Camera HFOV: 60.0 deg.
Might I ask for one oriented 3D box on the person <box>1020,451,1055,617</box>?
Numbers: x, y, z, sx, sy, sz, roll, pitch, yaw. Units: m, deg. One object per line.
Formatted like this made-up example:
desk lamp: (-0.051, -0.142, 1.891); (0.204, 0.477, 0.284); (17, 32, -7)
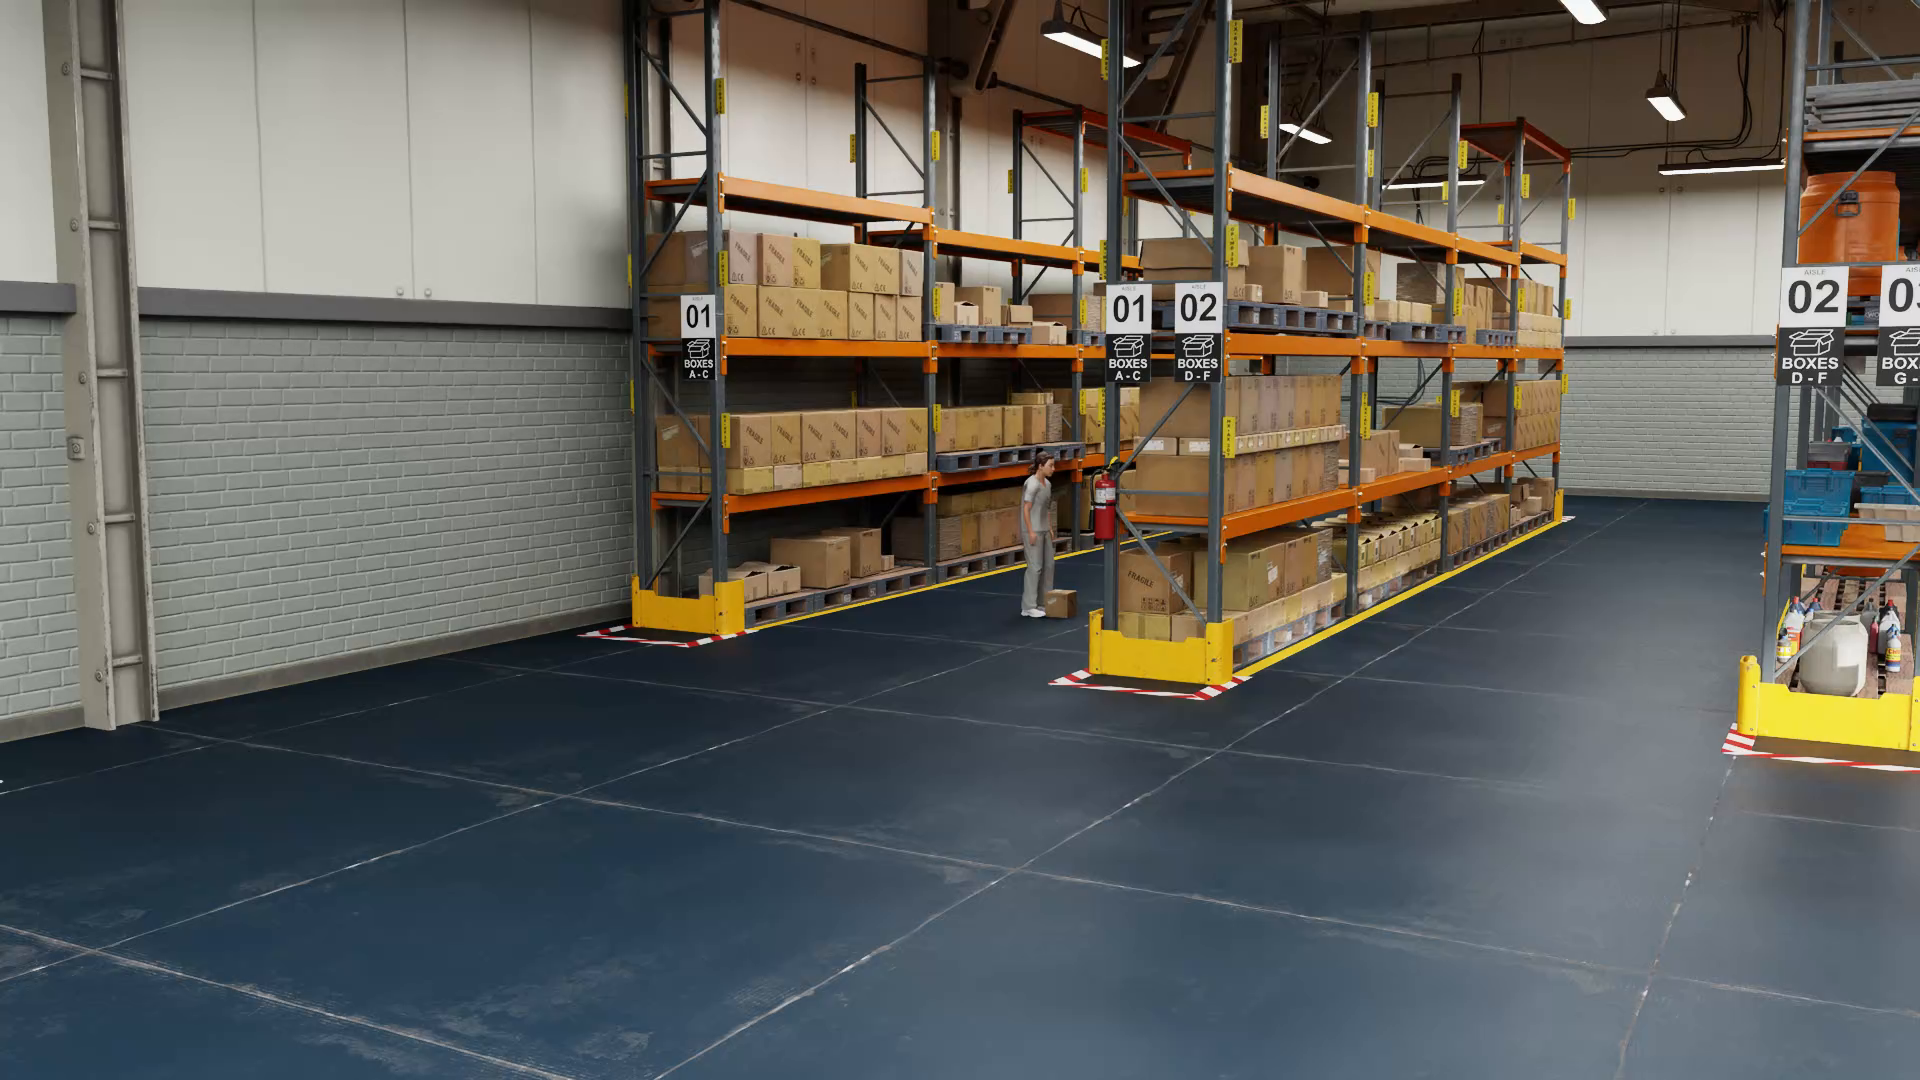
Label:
person: (0.828, -0.069, 16.981); (0.406, 1.673, 0.486); (3, 7, 29)
